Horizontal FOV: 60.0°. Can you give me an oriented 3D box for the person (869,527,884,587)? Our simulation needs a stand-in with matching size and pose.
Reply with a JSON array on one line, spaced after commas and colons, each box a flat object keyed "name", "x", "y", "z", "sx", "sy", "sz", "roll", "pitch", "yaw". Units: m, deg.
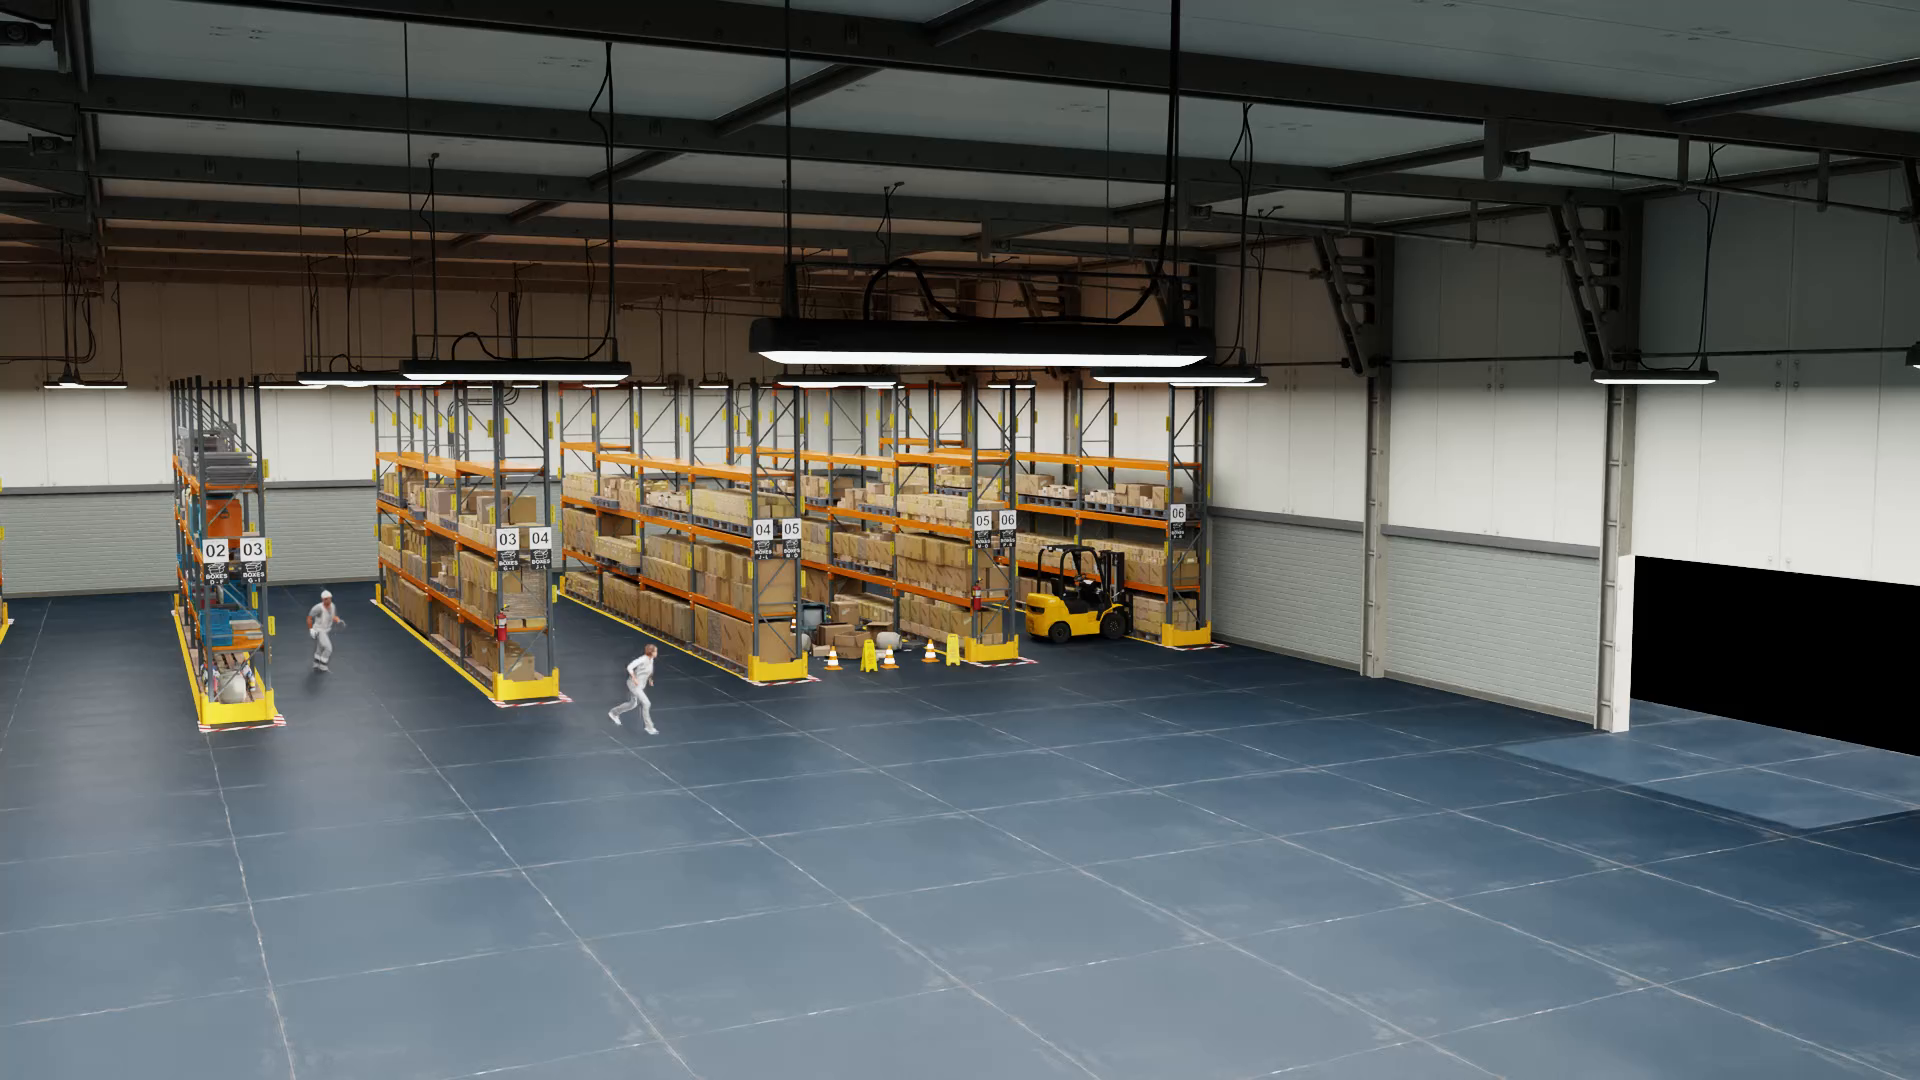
[{"name": "person", "x": -2.396, "y": 0.466, "z": 46.681, "sx": 0.738, "sy": 1.668, "sz": 0.633, "roll": 4, "pitch": 7, "yaw": 41}]

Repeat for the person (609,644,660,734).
[{"name": "person", "x": -5.498, "y": 2.501, "z": 27.915, "sx": 0.911, "sy": 1.547, "sz": 0.567, "roll": 2, "pitch": 5, "yaw": 18}]

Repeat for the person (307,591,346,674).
[{"name": "person", "x": -12.926, "y": 1.882, "z": 33.890, "sx": 0.847, "sy": 1.735, "sz": 0.668, "roll": 1, "pitch": 5, "yaw": 11}]
